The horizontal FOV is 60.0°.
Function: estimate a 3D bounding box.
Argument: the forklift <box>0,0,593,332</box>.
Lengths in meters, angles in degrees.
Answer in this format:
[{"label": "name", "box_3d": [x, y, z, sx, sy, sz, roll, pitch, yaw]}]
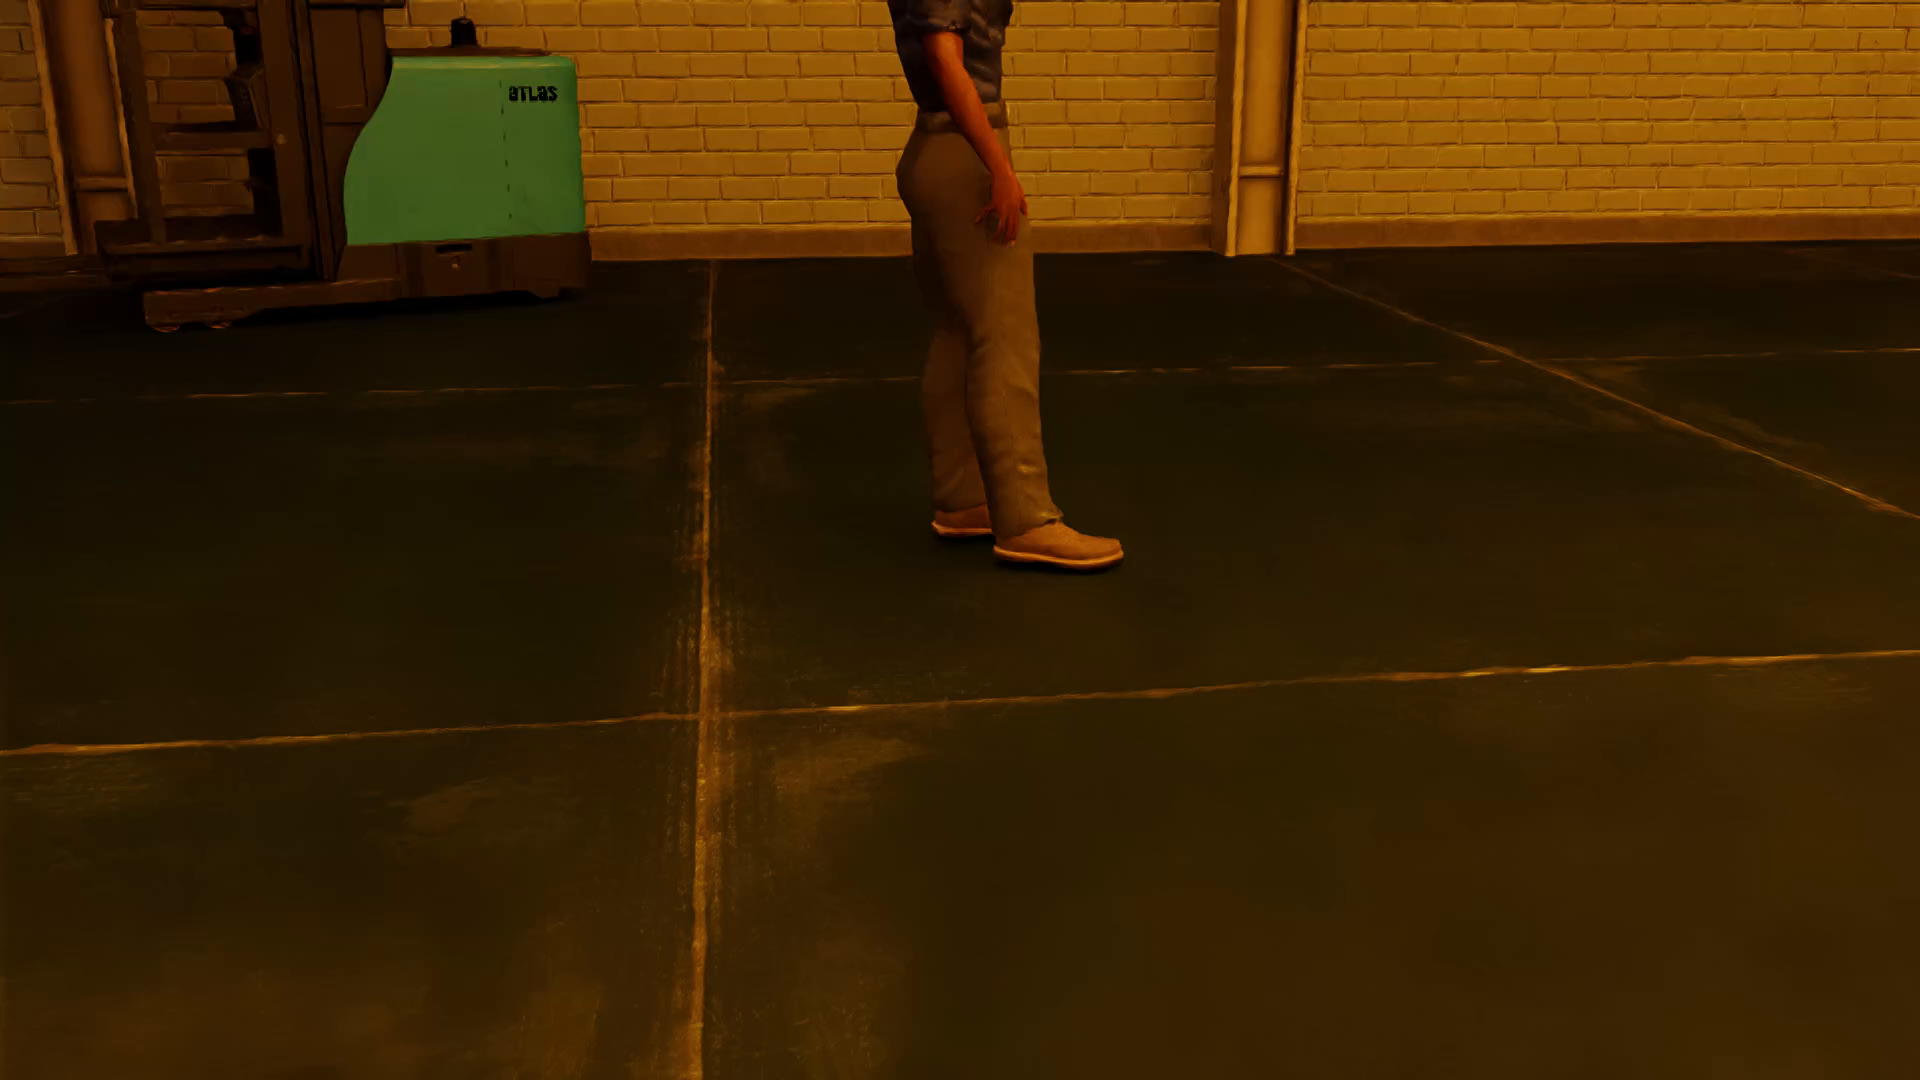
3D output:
[{"label": "forklift", "box_3d": [-3.229, -2.423, 6.927, 3.031, 2.935, 1.130, -9, 19, -27]}]

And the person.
[{"label": "person", "box_3d": [0.090, -0.797, 3.718, 0.503, 1.654, 0.570, -2, 17, -8]}]
